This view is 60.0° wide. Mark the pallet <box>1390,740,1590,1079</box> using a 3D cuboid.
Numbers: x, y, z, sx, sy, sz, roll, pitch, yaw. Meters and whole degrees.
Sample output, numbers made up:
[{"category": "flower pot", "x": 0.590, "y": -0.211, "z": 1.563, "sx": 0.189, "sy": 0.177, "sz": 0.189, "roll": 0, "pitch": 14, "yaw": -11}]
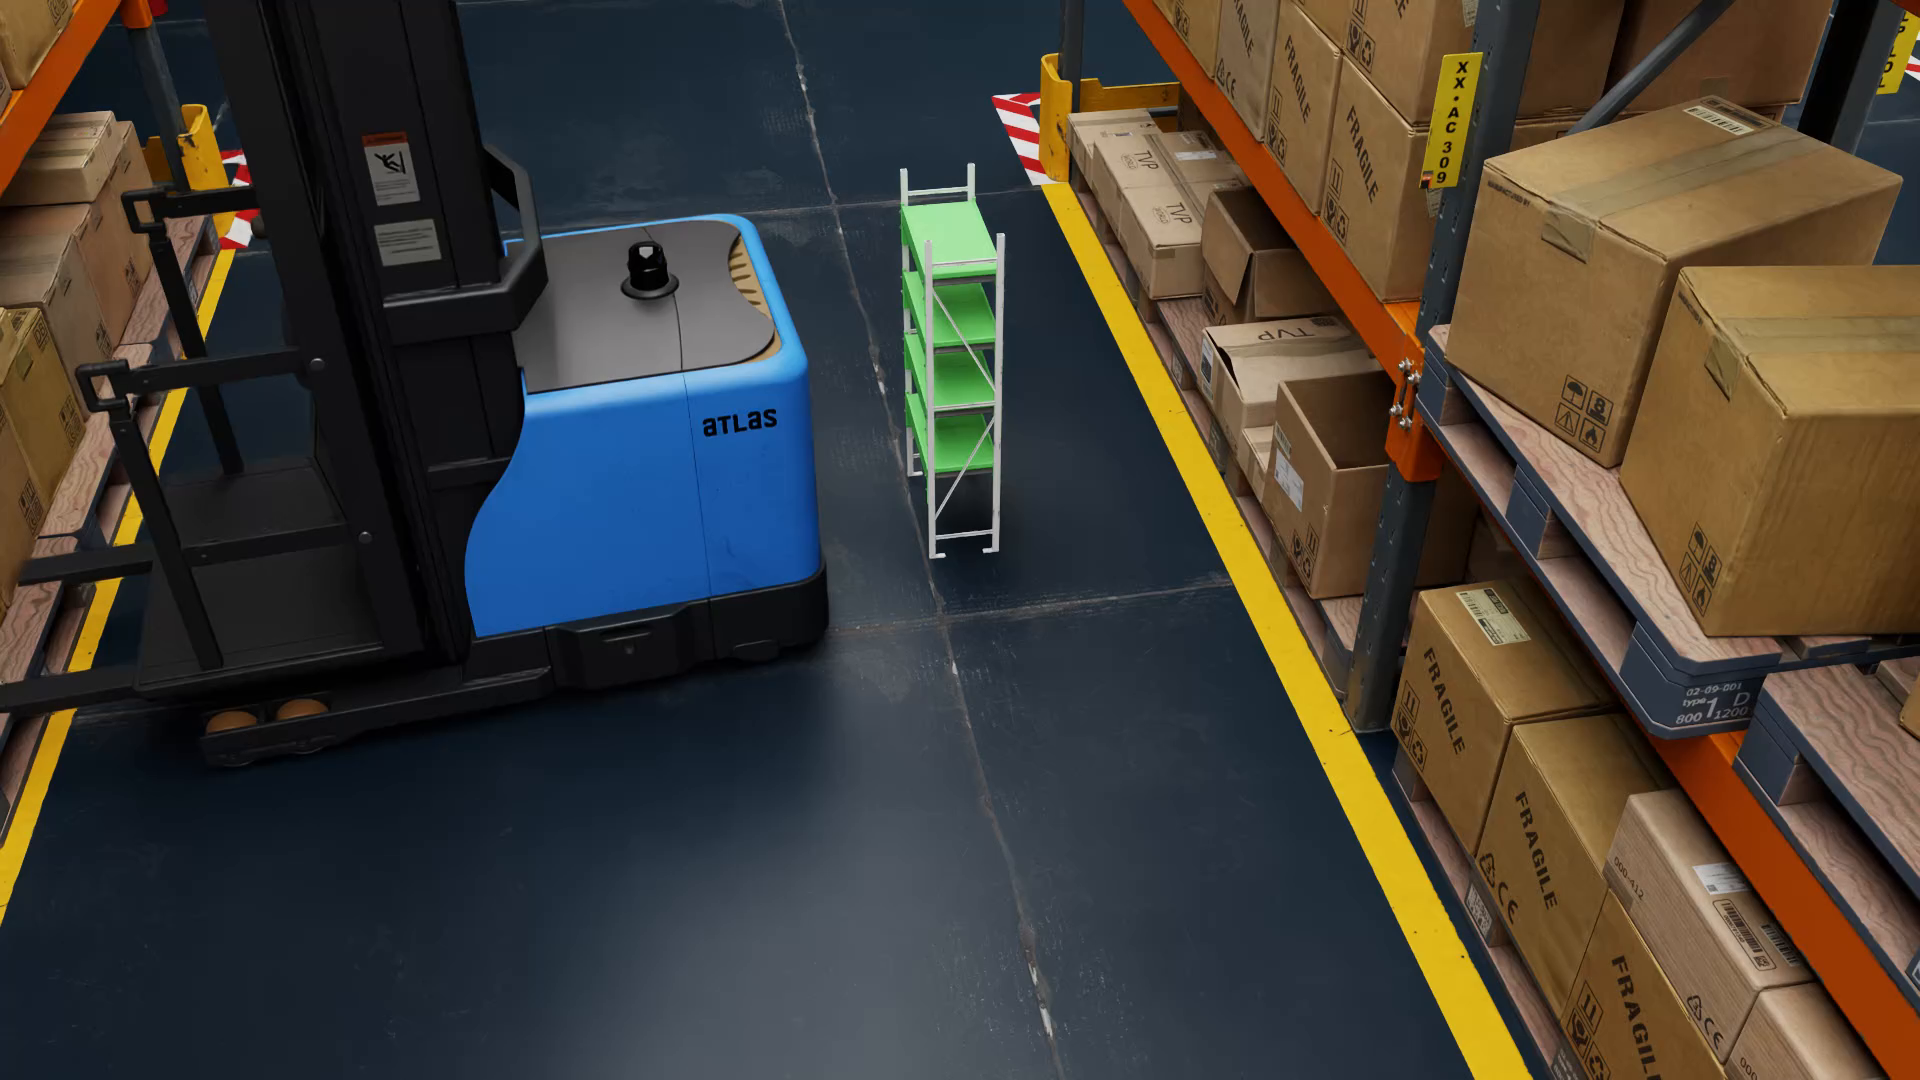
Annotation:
[{"category": "pallet", "x": 1.849, "y": 0.902, "z": 4.417, "sx": 1.003, "sy": 0.211, "sz": 1.213, "roll": -6, "pitch": 38, "yaw": -8}]

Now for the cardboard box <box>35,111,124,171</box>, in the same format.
[{"category": "cardboard box", "x": -3.486, "y": -1.532, "z": 6.443, "sx": 0.380, "sy": 0.149, "sz": 0.250, "roll": -7, "pitch": 38, "yaw": -8}]

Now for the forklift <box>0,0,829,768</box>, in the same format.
[{"category": "forklift", "x": -1.991, "y": -0.852, "z": 4.458, "sx": 3.031, "sy": 2.935, "sz": 1.130, "roll": -10, "pitch": 39, "yaw": -12}]

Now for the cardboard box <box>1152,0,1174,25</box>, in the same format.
[{"category": "cardboard box", "x": 0.967, "y": -2.231, "z": 6.095, "sx": 0.500, "sy": 0.500, "sz": 0.500, "roll": -6, "pitch": 38, "yaw": -8}]

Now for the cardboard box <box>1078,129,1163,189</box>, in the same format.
[{"category": "cardboard box", "x": 0.746, "y": -1.716, "z": 7.465, "sx": 0.380, "sy": 0.166, "sz": 0.250, "roll": -6, "pitch": 38, "yaw": -8}]

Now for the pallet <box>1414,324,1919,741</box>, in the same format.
[{"category": "pallet", "x": 1.701, "y": -0.116, "z": 3.611, "sx": 1.003, "sy": 0.211, "sz": 1.213, "roll": -6, "pitch": 38, "yaw": -8}]

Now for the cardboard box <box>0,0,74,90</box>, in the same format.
[{"category": "cardboard box", "x": -3.671, "y": -1.940, "z": 5.558, "sx": 0.980, "sy": 0.700, "sz": 0.700, "roll": -7, "pitch": 38, "yaw": -8}]

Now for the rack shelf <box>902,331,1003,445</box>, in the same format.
[{"category": "rack shelf", "x": -0.029, "y": -0.523, "z": 5.550, "sx": 0.258, "sy": 0.148, "sz": 0.480, "roll": -6, "pitch": 38, "yaw": -8}]

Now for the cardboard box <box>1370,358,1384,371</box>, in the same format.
[{"category": "cardboard box", "x": 1.647, "y": -0.539, "z": 5.950, "sx": 0.380, "sy": 0.166, "sz": 0.250, "roll": -6, "pitch": 38, "yaw": -8}]

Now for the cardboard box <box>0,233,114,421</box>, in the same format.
[{"category": "cardboard box", "x": -3.511, "y": -0.728, "z": 5.937, "sx": 0.700, "sy": 0.500, "sz": 0.500, "roll": -7, "pitch": 38, "yaw": -9}]

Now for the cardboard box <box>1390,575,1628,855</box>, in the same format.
[{"category": "cardboard box", "x": 1.514, "y": 0.446, "z": 4.410, "sx": 0.500, "sy": 0.500, "sz": 0.500, "roll": -8, "pitch": 39, "yaw": -10}]

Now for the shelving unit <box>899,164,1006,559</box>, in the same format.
[{"category": "shelving unit", "x": -0.029, "y": -0.574, "z": 5.511, "sx": 0.258, "sy": 1.200, "sz": 0.503, "roll": -6, "pitch": 38, "yaw": -8}]

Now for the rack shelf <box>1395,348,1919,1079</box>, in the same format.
[{"category": "rack shelf", "x": 2.019, "y": 0.806, "z": 2.854, "sx": 1.077, "sy": 0.370, "sz": 4.000, "roll": -6, "pitch": 38, "yaw": -8}]

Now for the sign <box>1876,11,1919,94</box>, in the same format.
[{"category": "sign", "x": 2.215, "y": -1.205, "z": 3.913, "sx": 0.100, "sy": 0.325, "sz": 0.005, "roll": -6, "pitch": 38, "yaw": -8}]

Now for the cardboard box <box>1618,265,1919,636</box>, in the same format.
[{"category": "cardboard box", "x": 1.715, "y": -0.173, "z": 3.104, "sx": 0.700, "sy": 0.500, "sz": 0.500, "roll": -1, "pitch": 38, "yaw": -1}]

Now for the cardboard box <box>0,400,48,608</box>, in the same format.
[{"category": "cardboard box", "x": -3.323, "y": -0.096, "z": 5.124, "sx": 0.700, "sy": 0.500, "sz": 0.500, "roll": -7, "pitch": 38, "yaw": -8}]

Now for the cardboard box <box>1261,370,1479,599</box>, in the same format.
[{"category": "cardboard box", "x": 1.290, "y": -0.186, "z": 5.224, "sx": 0.500, "sy": 0.500, "sz": 0.500, "roll": -6, "pitch": 38, "yaw": -8}]

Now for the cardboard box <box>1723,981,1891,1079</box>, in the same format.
[{"category": "cardboard box", "x": 1.777, "y": 1.056, "z": 3.013, "sx": 0.500, "sy": 0.250, "sz": 0.500, "roll": -7, "pitch": 38, "yaw": -9}]

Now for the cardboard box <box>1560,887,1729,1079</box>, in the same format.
[{"category": "cardboard box", "x": 1.698, "y": 1.069, "z": 3.608, "sx": 0.500, "sy": 0.500, "sz": 0.500, "roll": -6, "pitch": 38, "yaw": -7}]

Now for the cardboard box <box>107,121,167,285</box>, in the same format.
[{"category": "cardboard box", "x": -3.688, "y": -1.334, "z": 6.717, "sx": 0.700, "sy": 0.500, "sz": 0.500, "roll": -6, "pitch": 38, "yaw": -8}]

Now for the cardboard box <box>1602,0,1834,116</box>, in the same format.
[{"category": "cardboard box", "x": 1.863, "y": -1.435, "z": 4.256, "sx": 0.500, "sy": 0.500, "sz": 0.500, "roll": -5, "pitch": 38, "yaw": -7}]

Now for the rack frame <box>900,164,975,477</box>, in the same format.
[{"category": "rack frame", "x": -0.072, "y": -0.721, "z": 5.700, "sx": 0.240, "sy": 1.200, "sz": 0.015, "roll": -6, "pitch": 38, "yaw": -8}]

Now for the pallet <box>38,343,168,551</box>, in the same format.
[{"category": "pallet", "x": -3.481, "y": -0.256, "z": 5.907, "sx": 1.003, "sy": 0.211, "sz": 1.213, "roll": -6, "pitch": 38, "yaw": -8}]

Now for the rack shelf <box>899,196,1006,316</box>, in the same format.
[{"category": "rack shelf", "x": -0.029, "y": -0.902, "z": 5.255, "sx": 0.258, "sy": 0.148, "sz": 0.480, "roll": -6, "pitch": 38, "yaw": -8}]

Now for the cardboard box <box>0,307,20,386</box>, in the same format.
[{"category": "cardboard box", "x": -3.210, "y": -0.590, "z": 5.231, "sx": 0.380, "sy": 0.149, "sz": 0.250, "roll": -7, "pitch": 38, "yaw": -9}]

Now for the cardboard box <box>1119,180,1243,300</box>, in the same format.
[{"category": "cardboard box", "x": 0.959, "y": -1.227, "z": 6.767, "sx": 0.500, "sy": 0.250, "sz": 0.500, "roll": -6, "pitch": 38, "yaw": -8}]

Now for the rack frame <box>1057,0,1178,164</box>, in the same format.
[{"category": "rack frame", "x": 0.967, "y": -3.102, "z": 7.298, "sx": 1.000, "sy": 3.000, "sz": 0.127, "roll": -6, "pitch": 38, "yaw": -8}]

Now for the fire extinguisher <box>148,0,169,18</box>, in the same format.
[{"category": "fire extinguisher", "x": -3.481, "y": -2.530, "z": 6.929, "sx": 0.296, "sy": 0.674, "sz": 0.183, "roll": -6, "pitch": 38, "yaw": -8}]

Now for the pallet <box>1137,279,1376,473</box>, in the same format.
[{"category": "pallet", "x": 1.332, "y": -0.738, "z": 6.528, "sx": 1.003, "sy": 0.211, "sz": 1.213, "roll": -6, "pitch": 38, "yaw": -8}]

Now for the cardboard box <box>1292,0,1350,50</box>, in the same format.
[{"category": "cardboard box", "x": 1.233, "y": -1.707, "z": 4.606, "sx": 0.500, "sy": 0.500, "sz": 0.500, "roll": -7, "pitch": 38, "yaw": -9}]

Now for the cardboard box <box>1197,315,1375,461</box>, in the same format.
[{"category": "cardboard box", "x": 1.158, "y": -0.565, "z": 5.865, "sx": 0.500, "sy": 0.311, "sz": 0.500, "roll": -6, "pitch": 38, "yaw": -8}]

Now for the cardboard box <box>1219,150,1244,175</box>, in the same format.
[{"category": "cardboard box", "x": 1.288, "y": -1.601, "z": 7.316, "sx": 0.380, "sy": 0.166, "sz": 0.250, "roll": -6, "pitch": 38, "yaw": -8}]

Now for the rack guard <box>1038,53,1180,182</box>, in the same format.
[{"category": "rack guard", "x": 0.981, "y": -2.069, "z": 8.006, "sx": 1.175, "sy": 0.500, "sz": 0.348, "roll": -6, "pitch": 38, "yaw": -8}]

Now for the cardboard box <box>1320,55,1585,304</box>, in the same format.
[{"category": "cardboard box", "x": 1.328, "y": -1.000, "z": 4.511, "sx": 0.500, "sy": 0.500, "sz": 0.500, "roll": -6, "pitch": 38, "yaw": -7}]

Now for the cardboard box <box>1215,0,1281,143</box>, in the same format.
[{"category": "cardboard box", "x": 1.144, "y": -1.621, "z": 5.310, "sx": 0.500, "sy": 0.500, "sz": 0.500, "roll": -5, "pitch": 38, "yaw": -7}]

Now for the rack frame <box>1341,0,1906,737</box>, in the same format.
[{"category": "rack frame", "x": 1.669, "y": -0.686, "z": 4.188, "sx": 1.000, "sy": 3.000, "sz": 0.127, "roll": -6, "pitch": 38, "yaw": -8}]
